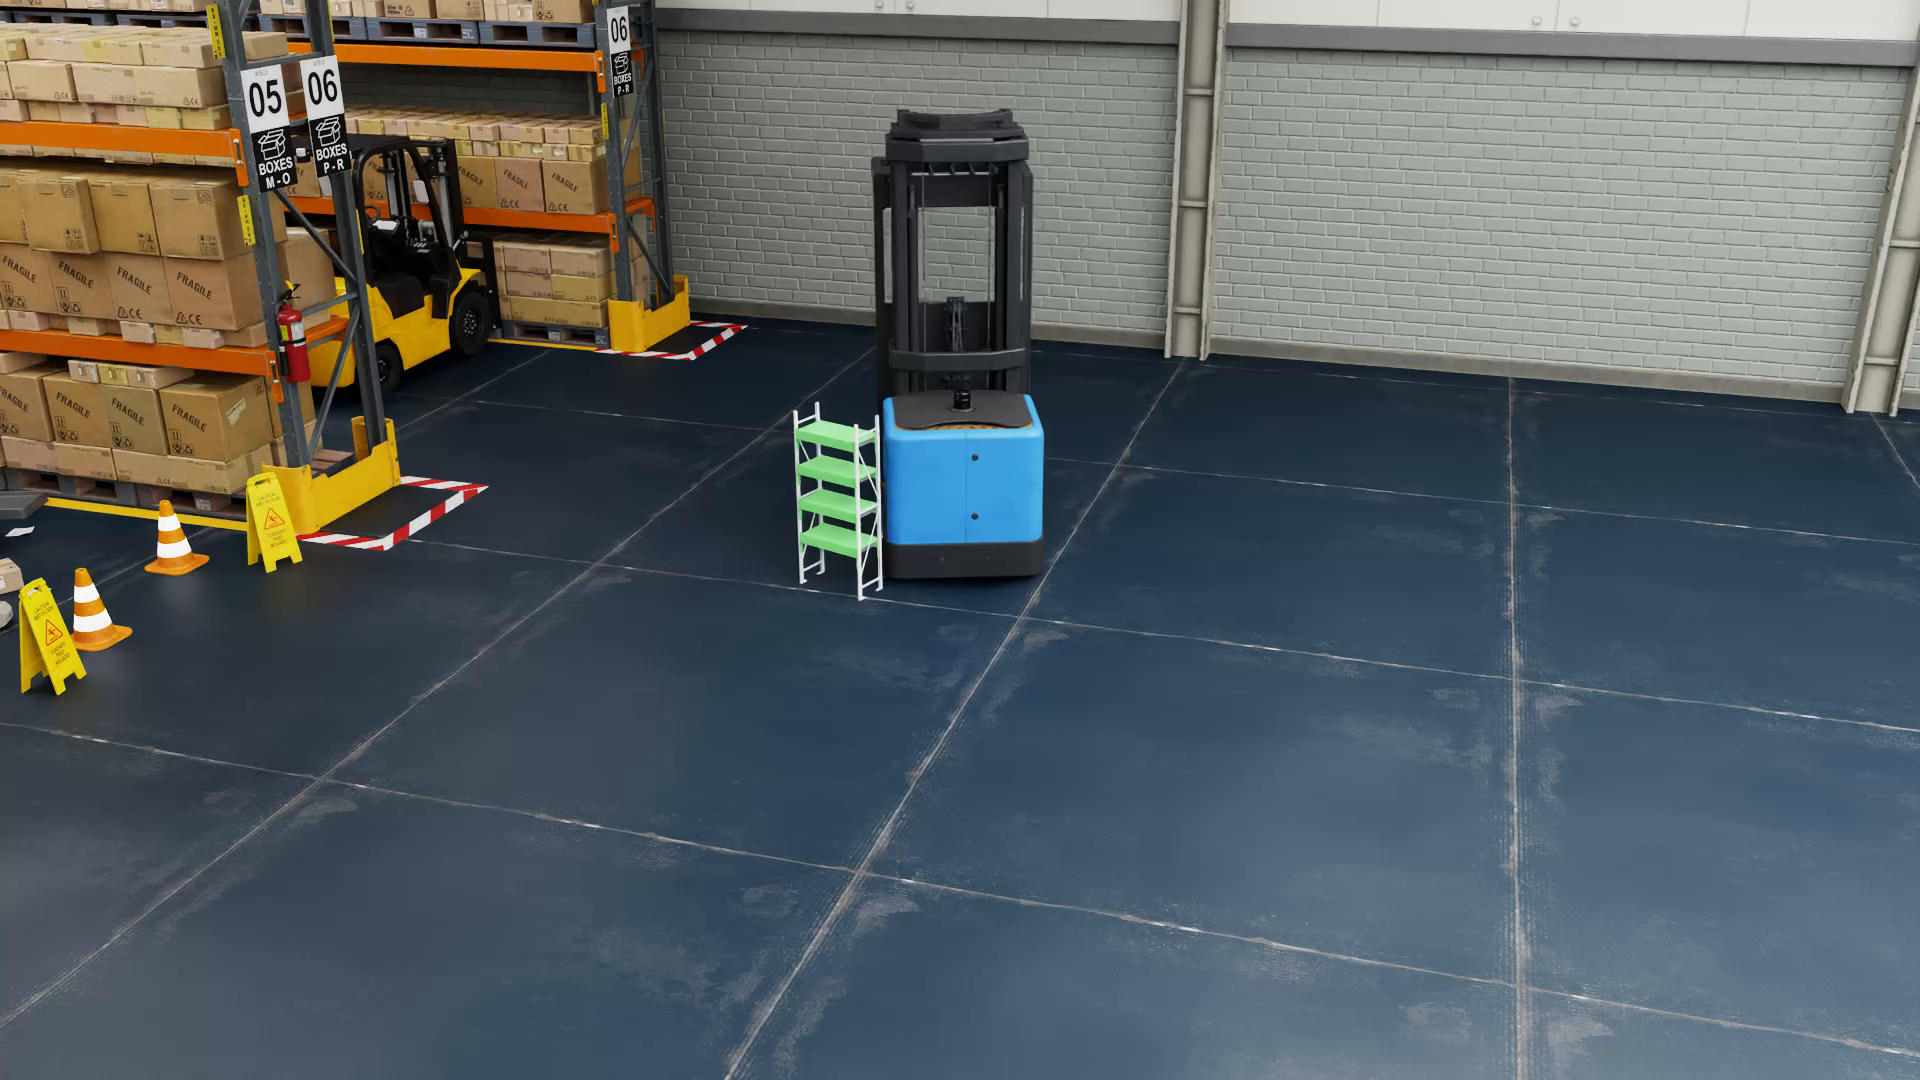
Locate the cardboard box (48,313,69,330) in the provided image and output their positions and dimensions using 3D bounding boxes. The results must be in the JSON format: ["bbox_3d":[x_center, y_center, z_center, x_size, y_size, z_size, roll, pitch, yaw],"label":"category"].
[{"bbox_3d":[-6.439,-1.663,12.202,0.250,0.149,0.380,7,23,16],"label":"cardboard box"}]

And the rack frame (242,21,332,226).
[{"bbox_3d":[-6.961,-3.883,17.285,0.127,3.000,1.000,7,23,16],"label":"rack frame"}]

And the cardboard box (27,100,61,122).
[{"bbox_3d":[-6.202,-3.001,11.511,0.250,0.149,0.380,6,23,14],"label":"cardboard box"}]

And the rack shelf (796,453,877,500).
[{"bbox_3d":[-0.788,-0.413,10.733,0.480,0.148,0.258,15,26,32],"label":"rack shelf"}]

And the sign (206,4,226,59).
[{"bbox_3d":[-4.741,-3.239,10.594,0.005,0.325,0.100,7,23,16],"label":"sign"}]

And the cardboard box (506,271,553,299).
[{"bbox_3d":[-4.165,-2.597,16.560,0.500,0.250,0.500,6,23,15],"label":"cardboard box"}]

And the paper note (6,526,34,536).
[{"bbox_3d":[-6.719,-0.065,11.887,0.148,0.019,0.142,-1,22,-3],"label":"paper note"}]

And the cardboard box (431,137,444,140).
[{"bbox_3d":[-4.992,-3.919,16.386,0.250,0.149,0.380,6,23,15],"label":"cardboard box"}]

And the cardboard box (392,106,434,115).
[{"bbox_3d":[-5.582,-4.335,17.007,0.250,0.149,0.380,6,23,15],"label":"cardboard box"}]

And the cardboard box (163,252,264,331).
[{"bbox_3d":[-5.161,-1.784,11.644,0.500,0.500,0.500,6,23,15],"label":"cardboard box"}]

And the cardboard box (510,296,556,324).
[{"bbox_3d":[-4.146,-2.362,16.645,0.500,0.250,0.500,7,23,15],"label":"cardboard box"}]

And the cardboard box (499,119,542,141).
[{"bbox_3d":[-4.256,-3.980,16.143,0.250,0.149,0.380,7,23,16],"label":"cardboard box"}]

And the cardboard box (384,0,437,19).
[{"bbox_3d":[-5.126,-5.308,15.983,0.637,0.503,0.797,7,23,17],"label":"cardboard box"}]

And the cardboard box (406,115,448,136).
[{"bbox_3d":[-5.241,-4.091,16.413,0.250,0.149,0.380,7,23,16],"label":"cardboard box"}]

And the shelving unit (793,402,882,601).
[{"bbox_3d":[-0.788,-0.250,10.799,0.503,1.200,0.258,15,26,32],"label":"shelving unit"}]

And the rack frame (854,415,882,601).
[{"bbox_3d":[-0.587,-0.198,10.672,0.015,1.200,0.240,15,26,32],"label":"rack frame"}]

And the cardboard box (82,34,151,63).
[{"bbox_3d":[-5.684,-3.321,11.242,0.250,0.149,0.380,7,23,16],"label":"cardboard box"}]

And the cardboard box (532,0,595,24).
[{"bbox_3d":[-3.626,-5.079,15.431,0.500,0.500,0.500,7,23,17],"label":"cardboard box"}]

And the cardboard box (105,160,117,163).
[{"bbox_3d":[-8.965,-3.947,17.637,0.500,0.250,0.500,7,23,17],"label":"cardboard box"}]

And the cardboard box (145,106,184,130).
[{"bbox_3d":[-5.232,-2.865,11.181,0.250,0.149,0.380,7,23,16],"label":"cardboard box"}]

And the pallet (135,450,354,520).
[{"bbox_3d":[-5.402,-0.461,12.616,1.213,0.211,1.003,7,23,16],"label":"pallet"}]

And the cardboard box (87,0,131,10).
[{"bbox_3d":[-8.459,-5.545,16.816,0.500,0.311,0.500,6,23,14],"label":"cardboard box"}]

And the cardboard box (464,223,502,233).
[{"bbox_3d":[-4.981,-3.122,17.181,0.500,0.250,0.500,6,23,14],"label":"cardboard box"}]

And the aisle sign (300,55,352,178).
[{"bbox_3d":[-4.413,-2.950,11.583,0.004,0.787,0.394,7,23,16],"label":"aisle sign"}]

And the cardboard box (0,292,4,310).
[{"bbox_3d":[-7.086,-2.008,12.188,0.500,0.500,0.500,6,23,15],"label":"cardboard box"}]

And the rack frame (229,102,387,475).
[{"bbox_3d":[-4.562,-1.641,11.818,0.127,3.000,1.000,7,23,16],"label":"rack frame"}]

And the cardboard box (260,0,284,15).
[{"bbox_3d":[-6.619,-5.236,16.275,0.250,0.149,0.380,7,23,17],"label":"cardboard box"}]

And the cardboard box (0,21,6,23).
[{"bbox_3d":[-7.244,-3.722,12.219,0.250,0.149,0.380,7,23,17],"label":"cardboard box"}]

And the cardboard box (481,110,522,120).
[{"bbox_3d":[-4.604,-4.225,16.739,0.250,0.149,0.380,6,23,14],"label":"cardboard box"}]

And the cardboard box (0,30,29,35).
[{"bbox_3d":[-6.672,-3.426,11.499,0.250,0.149,0.380,7,23,17],"label":"cardboard box"}]

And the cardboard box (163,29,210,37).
[{"bbox_3d":[-5.310,-3.466,11.595,0.250,0.149,0.380,7,23,15],"label":"cardboard box"}]

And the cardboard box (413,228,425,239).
[{"bbox_3d":[-5.622,-2.991,16.861,0.500,0.250,0.500,7,23,17],"label":"cardboard box"}]

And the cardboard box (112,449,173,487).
[{"bbox_3d":[-5.907,-0.614,12.383,0.500,0.250,0.500,7,23,16],"label":"cardboard box"}]

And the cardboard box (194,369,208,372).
[{"bbox_3d":[-5.779,-1.157,12.720,0.500,0.500,0.500,6,23,14],"label":"cardboard box"}]

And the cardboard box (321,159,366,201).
[{"bbox_3d":[-6.108,-3.735,16.791,0.500,0.500,0.500,7,23,16],"label":"cardboard box"}]

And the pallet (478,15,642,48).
[{"bbox_3d":[-3.801,-4.879,15.875,1.213,0.211,1.003,7,23,16],"label":"pallet"}]

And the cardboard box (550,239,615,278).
[{"bbox_3d":[-3.662,-2.767,16.315,0.500,0.250,0.500,7,23,17],"label":"cardboard box"}]

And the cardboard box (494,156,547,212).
[{"bbox_3d":[-4.172,-3.510,16.242,0.500,0.500,0.500,7,23,17],"label":"cardboard box"}]

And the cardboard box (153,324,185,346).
[{"bbox_3d":[-5.495,-1.511,11.833,0.250,0.149,0.380,6,23,15],"label":"cardboard box"}]

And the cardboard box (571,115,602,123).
[{"bbox_3d":[-3.628,-4.095,16.423,0.250,0.149,0.380,7,23,17],"label":"cardboard box"}]

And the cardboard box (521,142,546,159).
[{"bbox_3d":[-4.028,-3.795,16.084,0.250,0.149,0.380,7,23,17],"label":"cardboard box"}]

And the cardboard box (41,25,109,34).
[{"bbox_3d":[-6.291,-3.573,11.855,0.250,0.149,0.380,7,23,17],"label":"cardboard box"}]

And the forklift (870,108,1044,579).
[{"bbox_3d":[-0.065,-1.617,11.851,1.130,2.935,3.031,-2,22,-4],"label":"forklift"}]

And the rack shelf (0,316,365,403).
[{"bbox_3d":[-6.476,-1.527,12.489,4.000,0.370,1.077,7,23,16],"label":"rack shelf"}]

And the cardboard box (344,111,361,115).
[{"bbox_3d":[-6.218,-4.204,16.688,0.250,0.149,0.380,6,23,15],"label":"cardboard box"}]

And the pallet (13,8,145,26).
[{"bbox_3d":[-9.043,-5.459,17.422,1.213,0.211,1.003,8,24,18],"label":"pallet"}]

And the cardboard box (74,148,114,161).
[{"bbox_3d":[-8.965,-4.180,17.547,0.500,0.250,0.500,7,23,16],"label":"cardboard box"}]

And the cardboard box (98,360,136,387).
[{"bbox_3d":[-6.015,-1.248,12.086,0.250,0.149,0.380,7,23,16],"label":"cardboard box"}]

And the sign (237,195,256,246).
[{"bbox_3d":[-4.741,-2.123,11.052,0.005,0.325,0.100,7,23,16],"label":"sign"}]

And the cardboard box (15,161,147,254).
[{"bbox_3d":[-6.114,-2.341,11.683,0.500,0.500,0.700,6,23,15],"label":"cardboard box"}]

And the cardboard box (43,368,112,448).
[{"bbox_3d":[-6.386,-1.017,12.378,0.500,0.500,0.500,6,23,14],"label":"cardboard box"}]

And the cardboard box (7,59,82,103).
[{"bbox_3d":[-6.109,-3.166,11.389,0.500,0.250,0.500,7,23,17],"label":"cardboard box"}]

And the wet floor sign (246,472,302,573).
[{"bbox_3d":[-4.689,-0.142,11.266,0.232,0.644,0.267,16,27,34],"label":"wet floor sign"}]

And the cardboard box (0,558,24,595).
[{"bbox_3d":[-6.399,0.268,10.920,0.380,0.149,0.250,-20,29,-39],"label":"cardboard box"}]
